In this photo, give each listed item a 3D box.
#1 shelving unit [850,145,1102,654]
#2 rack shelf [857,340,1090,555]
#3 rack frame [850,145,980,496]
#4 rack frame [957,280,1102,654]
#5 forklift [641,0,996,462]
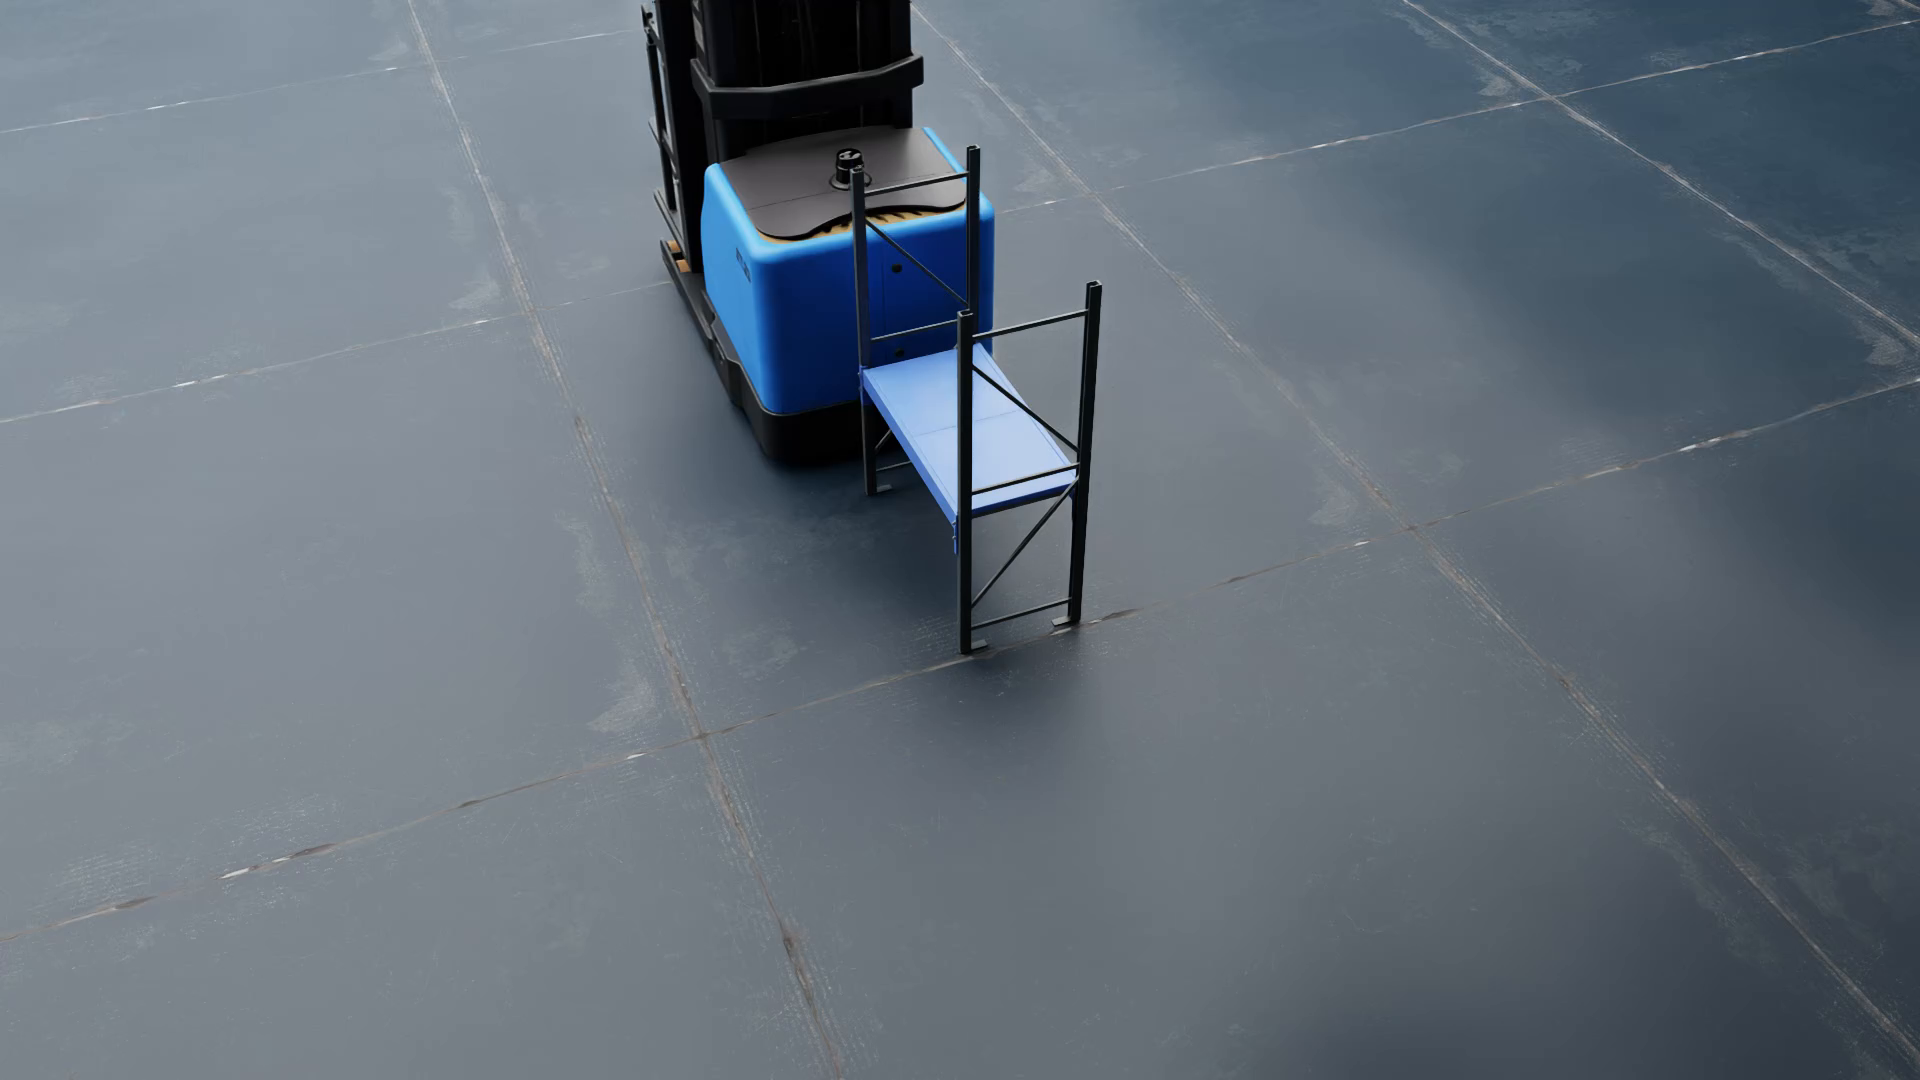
[{"bbox_3d":[0.033,-0.517,6.201,0.538,1.500,1.048,-15,43,-17],"label":"shelving unit"},{"bbox_3d":[0.033,-0.381,6.319,0.538,0.185,1.000,-15,43,-17],"label":"rack shelf"},{"bbox_3d":[-0.162,-0.824,6.557,0.500,1.500,0.032,-15,43,-17],"label":"rack frame"},{"bbox_3d":[0.227,-0.211,5.845,0.500,1.500,0.032,-15,43,-17],"label":"rack frame"},{"bbox_3d":[-0.843,-2.411,7.306,1.130,2.935,3.031,-14,43,-16],"label":"forklift"}]
